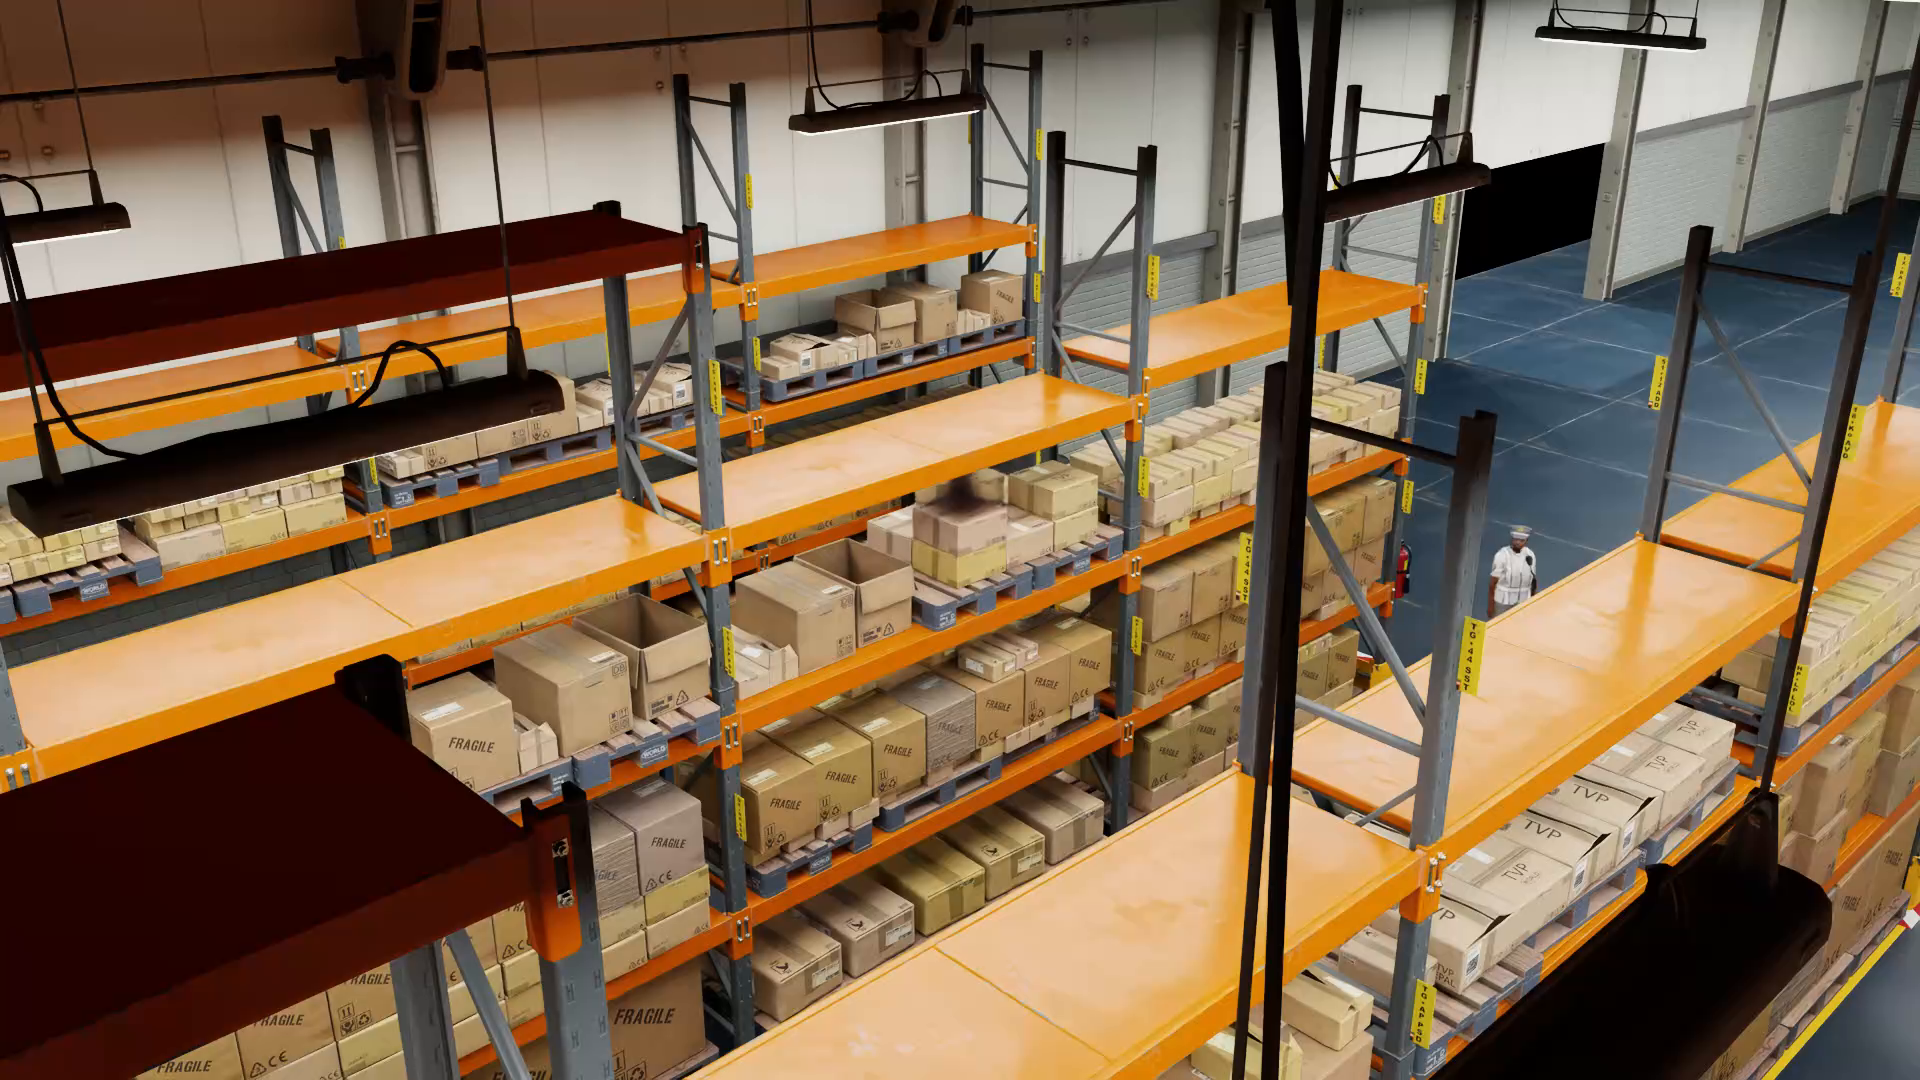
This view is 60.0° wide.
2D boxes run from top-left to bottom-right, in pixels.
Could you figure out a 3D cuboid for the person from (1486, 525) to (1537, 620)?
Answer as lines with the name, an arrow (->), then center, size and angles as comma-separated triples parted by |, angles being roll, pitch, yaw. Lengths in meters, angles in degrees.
person -> 5.667, 0.627, 17.141 | 0.503, 1.711, 0.433 | -9, 24, -21
